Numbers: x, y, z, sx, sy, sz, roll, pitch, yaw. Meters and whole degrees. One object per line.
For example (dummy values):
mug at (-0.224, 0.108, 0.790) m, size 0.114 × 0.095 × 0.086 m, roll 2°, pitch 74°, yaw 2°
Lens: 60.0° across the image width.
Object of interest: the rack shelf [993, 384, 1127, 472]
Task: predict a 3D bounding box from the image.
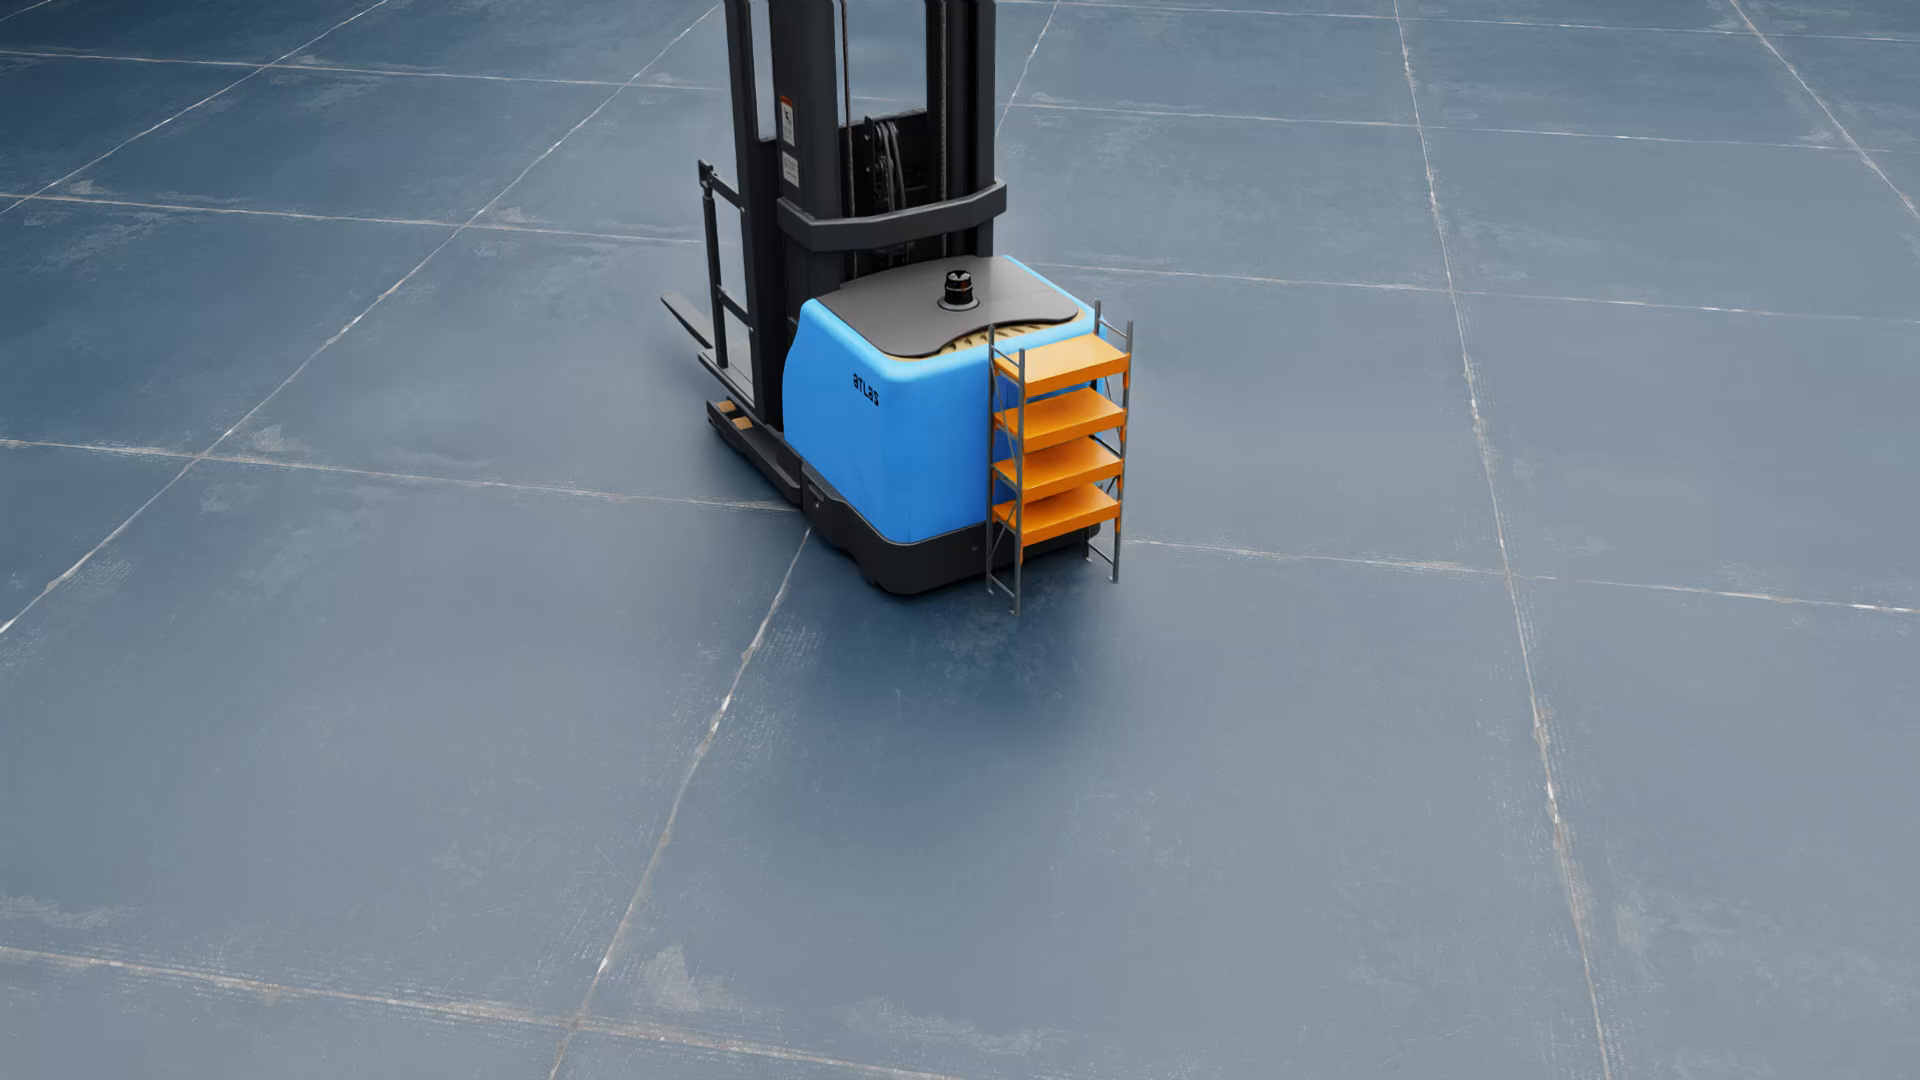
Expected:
rack shelf at (0.384, -0.445, 6.536) m, size 0.480 × 0.148 × 0.258 m, roll -17°, pitch 36°, yaw -26°

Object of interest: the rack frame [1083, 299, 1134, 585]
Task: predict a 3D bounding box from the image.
rack frame at (0.594, -0.379, 6.724) m, size 0.015 × 1.200 × 0.240 m, roll -17°, pitch 36°, yaw -26°

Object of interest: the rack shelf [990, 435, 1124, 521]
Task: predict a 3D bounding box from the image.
rack shelf at (0.384, -0.256, 6.655) m, size 0.480 × 0.148 × 0.258 m, roll -17°, pitch 36°, yaw -26°

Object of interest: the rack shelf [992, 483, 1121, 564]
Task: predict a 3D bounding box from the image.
rack shelf at (0.384, -0.088, 6.760) m, size 0.480 × 0.148 × 0.258 m, roll -17°, pitch 36°, yaw -26°

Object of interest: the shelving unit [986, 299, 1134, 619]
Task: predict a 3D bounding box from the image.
shelving unit at (0.384, -0.313, 6.619) m, size 0.503 × 1.200 × 0.258 m, roll -17°, pitch 36°, yaw -26°

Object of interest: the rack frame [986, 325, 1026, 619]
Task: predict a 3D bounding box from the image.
rack frame at (0.174, -0.247, 6.514) m, size 0.015 × 1.200 × 0.240 m, roll -17°, pitch 36°, yaw -26°

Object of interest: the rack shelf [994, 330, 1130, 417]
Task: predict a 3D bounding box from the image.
rack shelf at (0.384, -0.646, 6.411) m, size 0.480 × 0.148 × 0.258 m, roll -17°, pitch 36°, yaw -26°

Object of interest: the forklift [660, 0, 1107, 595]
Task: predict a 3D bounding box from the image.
forklift at (-0.565, -1.772, 7.319) m, size 1.130 × 2.935 × 3.031 m, roll -17°, pitch 36°, yaw -25°
